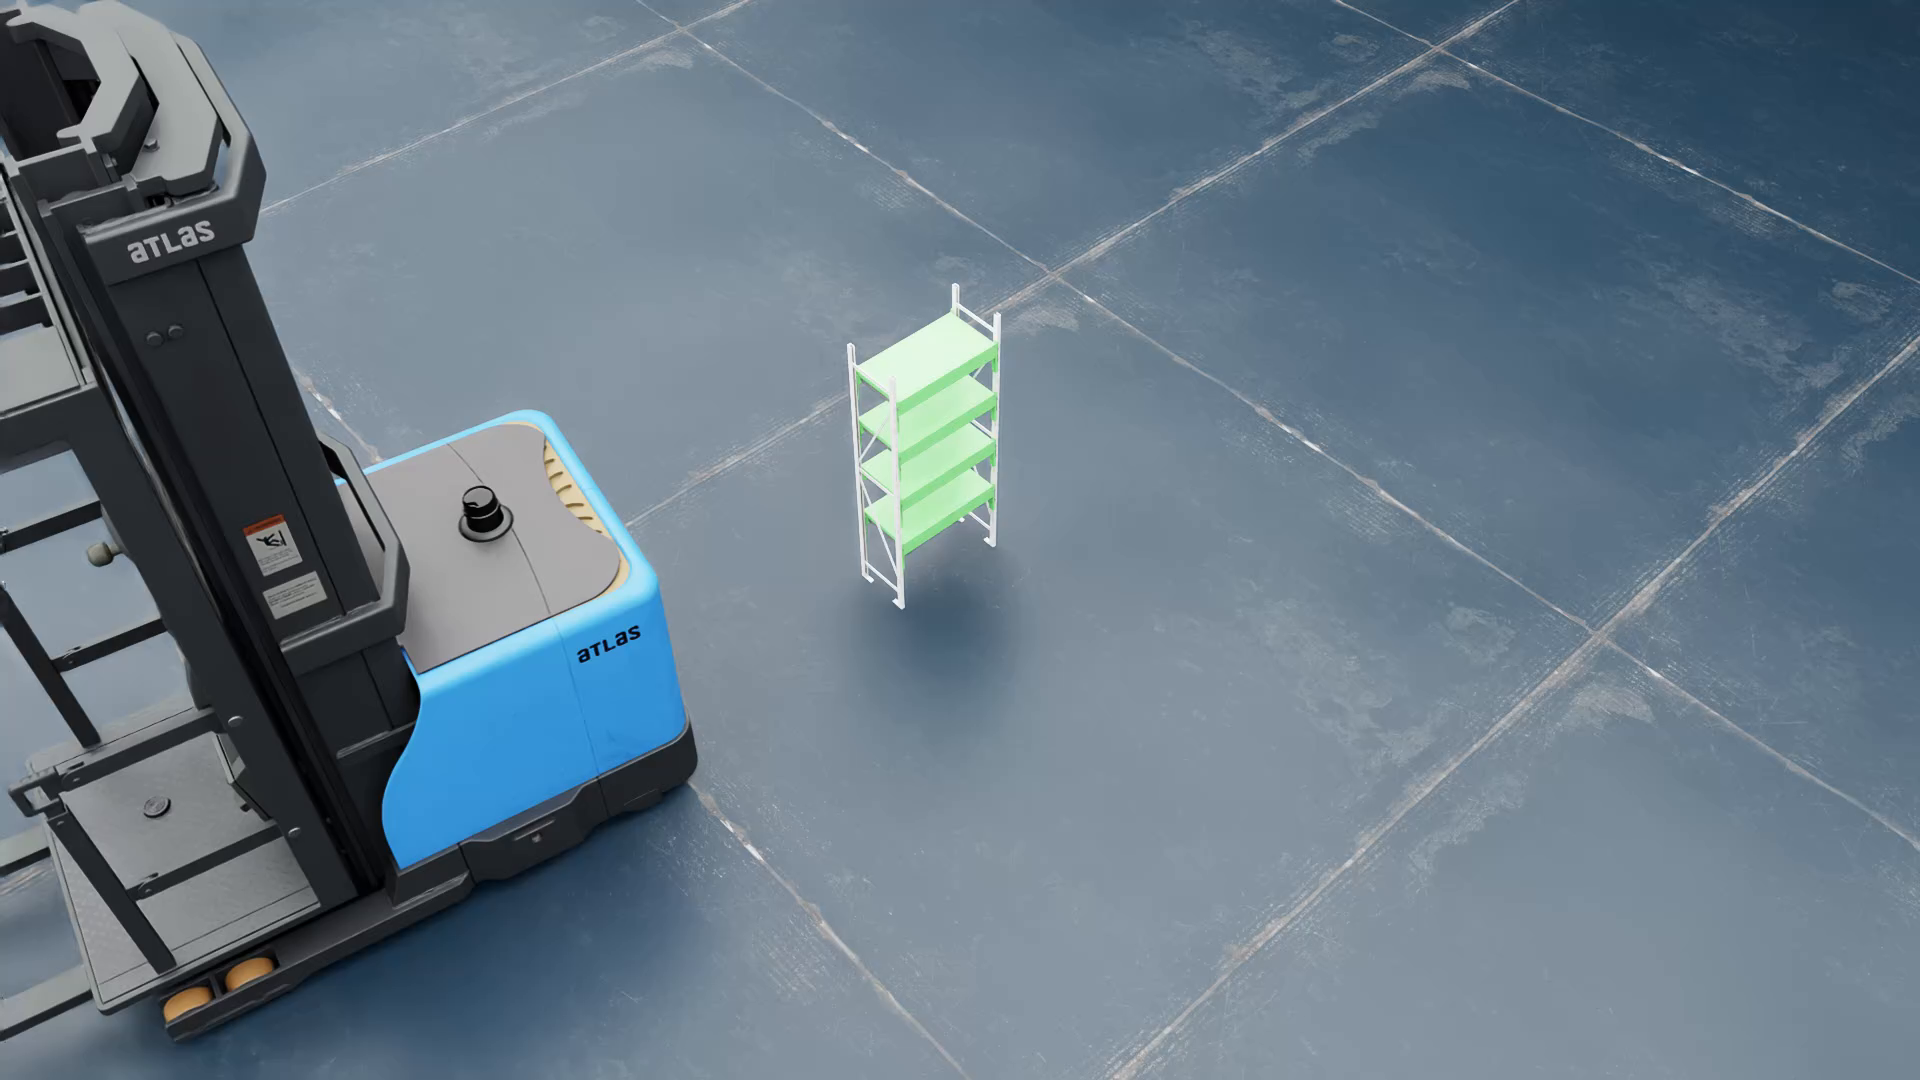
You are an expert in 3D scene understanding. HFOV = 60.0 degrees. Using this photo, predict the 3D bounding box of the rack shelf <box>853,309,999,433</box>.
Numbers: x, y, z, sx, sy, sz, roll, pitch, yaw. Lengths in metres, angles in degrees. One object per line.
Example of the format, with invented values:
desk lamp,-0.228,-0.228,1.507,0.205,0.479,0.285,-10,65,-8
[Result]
rack shelf,-0.122,-0.607,5.928,0.480,0.148,0.258,-34,56,-27

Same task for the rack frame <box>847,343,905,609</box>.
rack frame,-0.303,-0.204,6.122,0.015,1.200,0.240,-34,56,-27

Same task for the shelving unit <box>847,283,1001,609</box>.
shelving unit,-0.122,-0.325,6.234,0.503,1.200,0.258,-34,56,-27

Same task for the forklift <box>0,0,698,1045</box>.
forklift,-2.455,0.136,4.630,3.031,2.935,1.130,-25,52,-21

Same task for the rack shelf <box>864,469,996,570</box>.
rack shelf,-0.122,-0.119,6.457,0.480,0.148,0.258,-34,56,-27

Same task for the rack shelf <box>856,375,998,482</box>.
rack shelf,-0.122,-0.444,6.104,0.480,0.148,0.258,-34,56,-27

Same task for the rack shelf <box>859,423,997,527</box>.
rack shelf,-0.122,-0.282,6.280,0.480,0.148,0.258,-34,56,-27

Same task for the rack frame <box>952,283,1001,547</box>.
rack frame,0.058,-0.446,6.345,0.015,1.200,0.240,-34,56,-27
